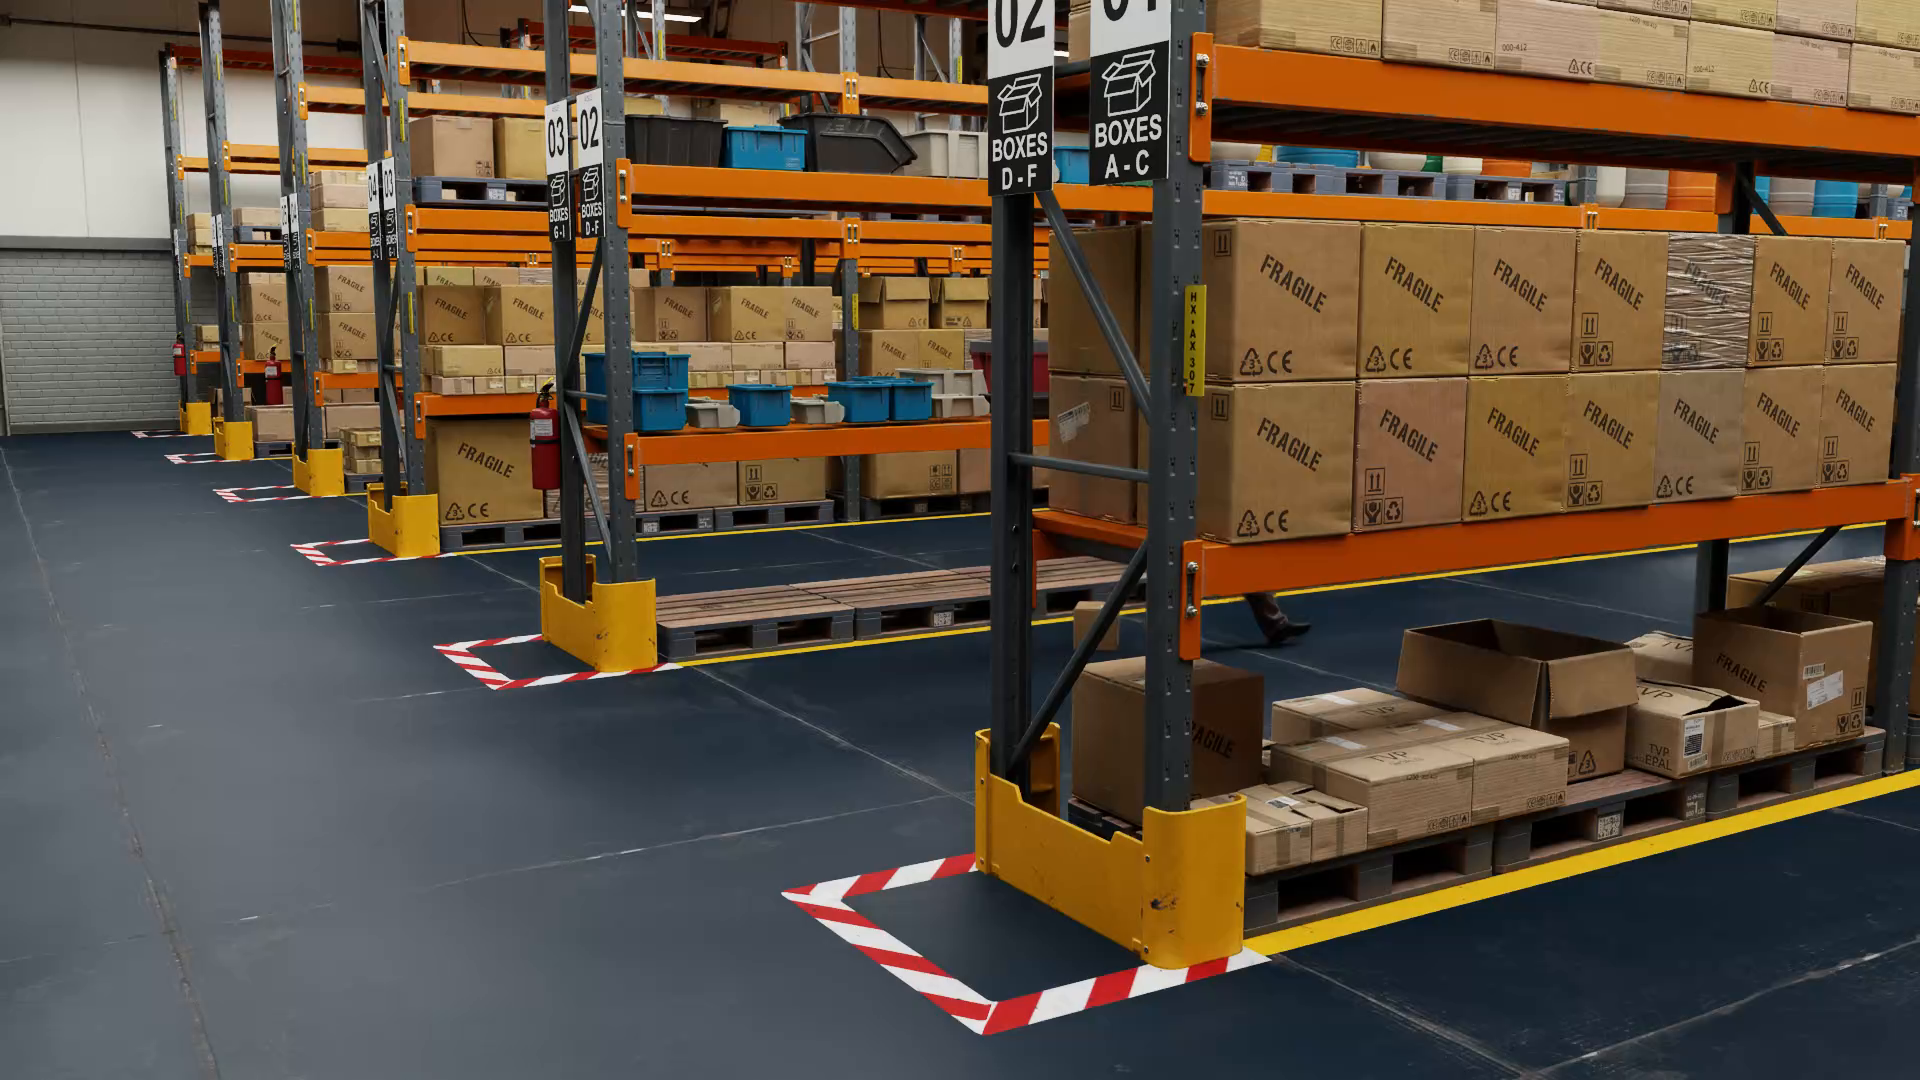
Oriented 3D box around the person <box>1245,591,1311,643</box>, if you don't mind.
[{"bbox_3d":[1.616,-0.183,9.741,1.100,1.665,0.581,-2,8,-12],"label":"person"}]
